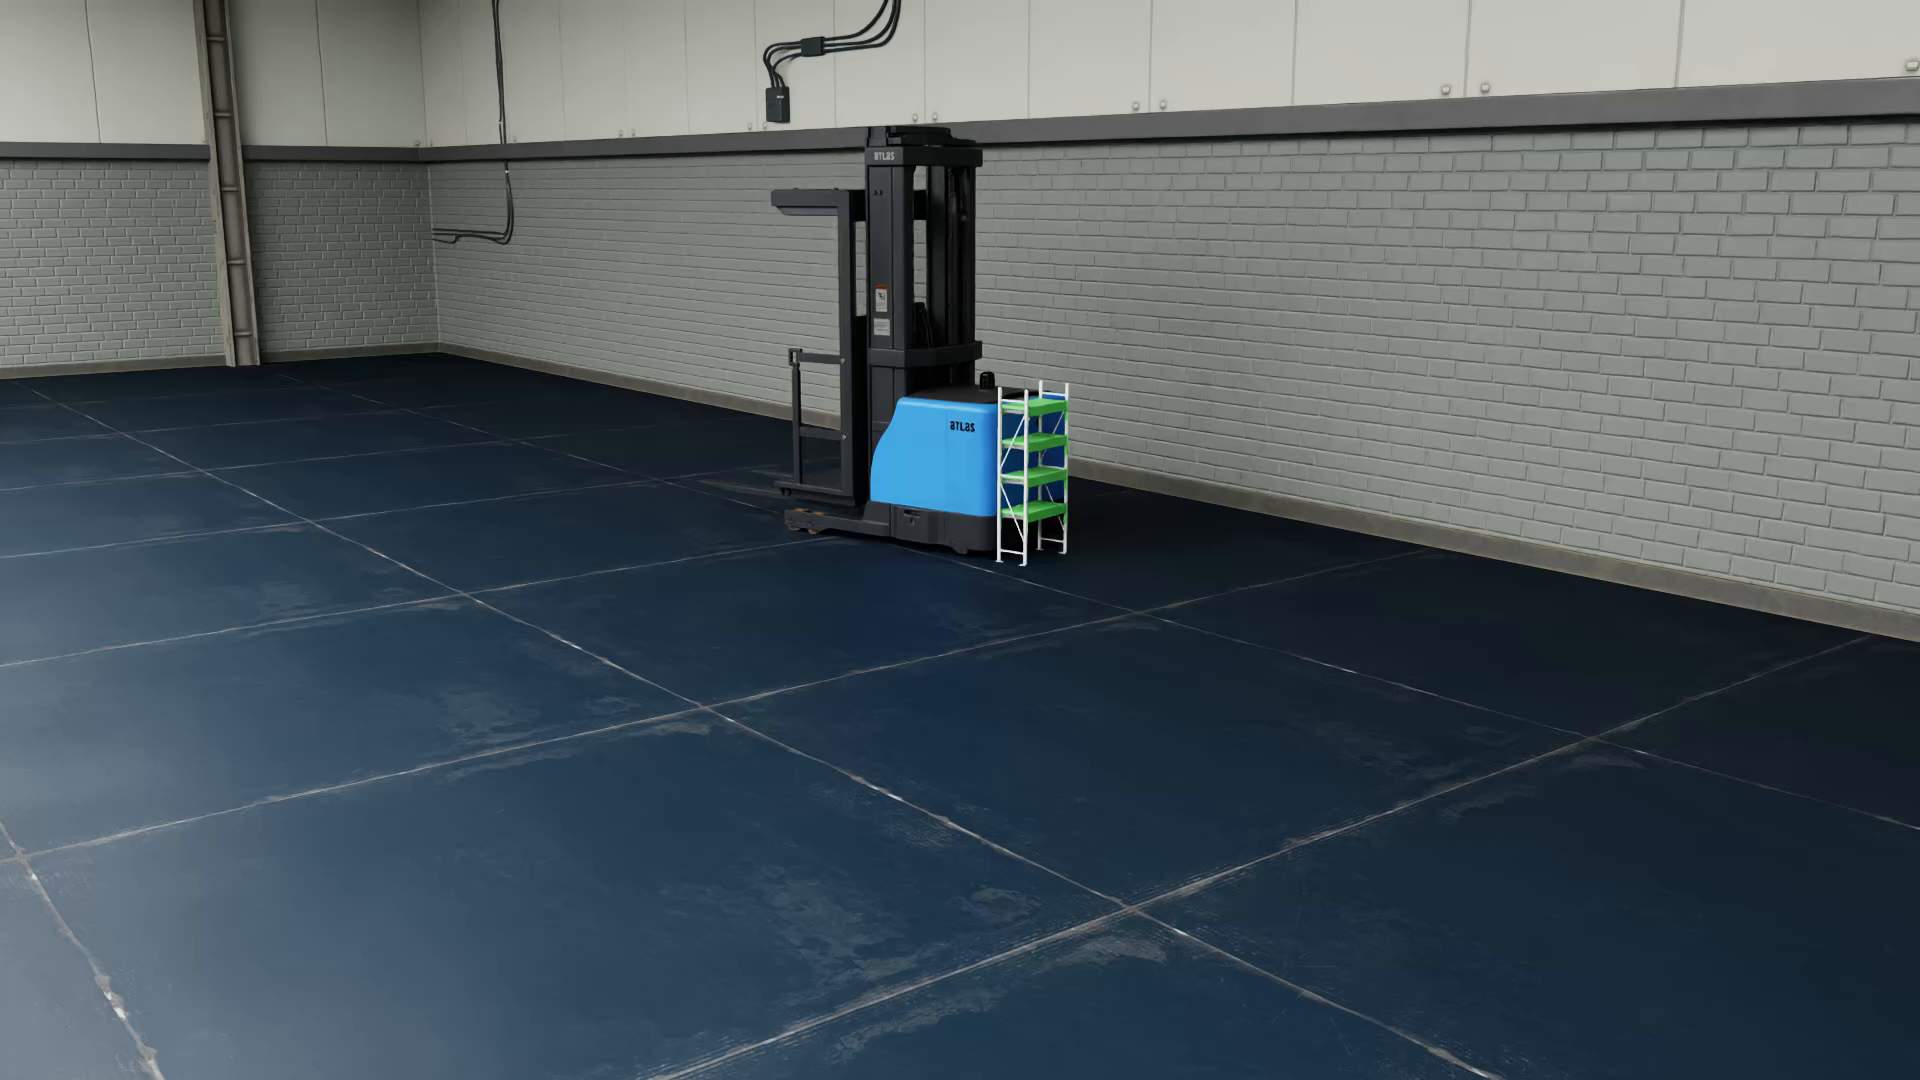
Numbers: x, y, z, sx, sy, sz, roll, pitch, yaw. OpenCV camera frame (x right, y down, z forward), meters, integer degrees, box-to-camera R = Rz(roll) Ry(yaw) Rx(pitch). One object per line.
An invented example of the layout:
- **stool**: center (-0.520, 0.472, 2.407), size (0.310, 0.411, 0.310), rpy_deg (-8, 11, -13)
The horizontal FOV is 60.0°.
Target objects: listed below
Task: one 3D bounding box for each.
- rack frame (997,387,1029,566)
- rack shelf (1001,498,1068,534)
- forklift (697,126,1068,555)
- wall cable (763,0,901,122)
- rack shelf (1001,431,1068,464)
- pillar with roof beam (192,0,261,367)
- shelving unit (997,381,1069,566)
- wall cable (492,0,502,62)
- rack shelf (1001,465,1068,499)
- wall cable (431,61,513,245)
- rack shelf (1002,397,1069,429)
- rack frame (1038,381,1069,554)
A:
- **rack frame**: center (0.356, -0.424, 11.237), size (0.240, 1.200, 0.015), rpy_deg (9, 15, 36)
- **rack shelf**: center (0.503, -0.167, 11.490), size (0.258, 0.148, 0.480), rpy_deg (9, 15, 36)
- **forklift**: center (-0.695, -1.554, 12.393), size (3.031, 2.935, 1.130), rpy_deg (9, 15, 36)
- **wall cable**: center (-1.324, -7.223, 16.294), size (0.169, 6.003, 2.305), rpy_deg (-9, 15, -38)
- **rack shelf**: center (0.503, -0.637, 11.390), size (0.258, 0.148, 0.480), rpy_deg (9, 15, 36)
- **pillar with roof beam**: center (-7.679, -6.236, 19.830), size (0.400, 9.000, 9.100), rpy_deg (-9, 15, -38)
- **shelving unit**: center (0.503, -0.464, 11.427), size (0.258, 1.200, 0.503), rpy_deg (9, 15, 36)
- **wall cable**: center (-5.552, -7.614, 21.640), size (0.112, 2.526, 3.097), rpy_deg (-9, 15, -38)
- **rack shelf**: center (0.503, -0.402, 11.440), size (0.258, 0.148, 0.480), rpy_deg (9, 15, 36)
- **wall cable**: center (-7.242, -5.583, 24.231), size (0.112, 2.526, 3.097), rpy_deg (-9, 15, -38)
- **rack shelf**: center (0.503, -0.871, 11.340), size (0.258, 0.148, 0.480), rpy_deg (9, 15, 36)
- **rack frame**: center (0.651, -0.505, 11.617), size (0.240, 1.200, 0.015), rpy_deg (9, 15, 36)
